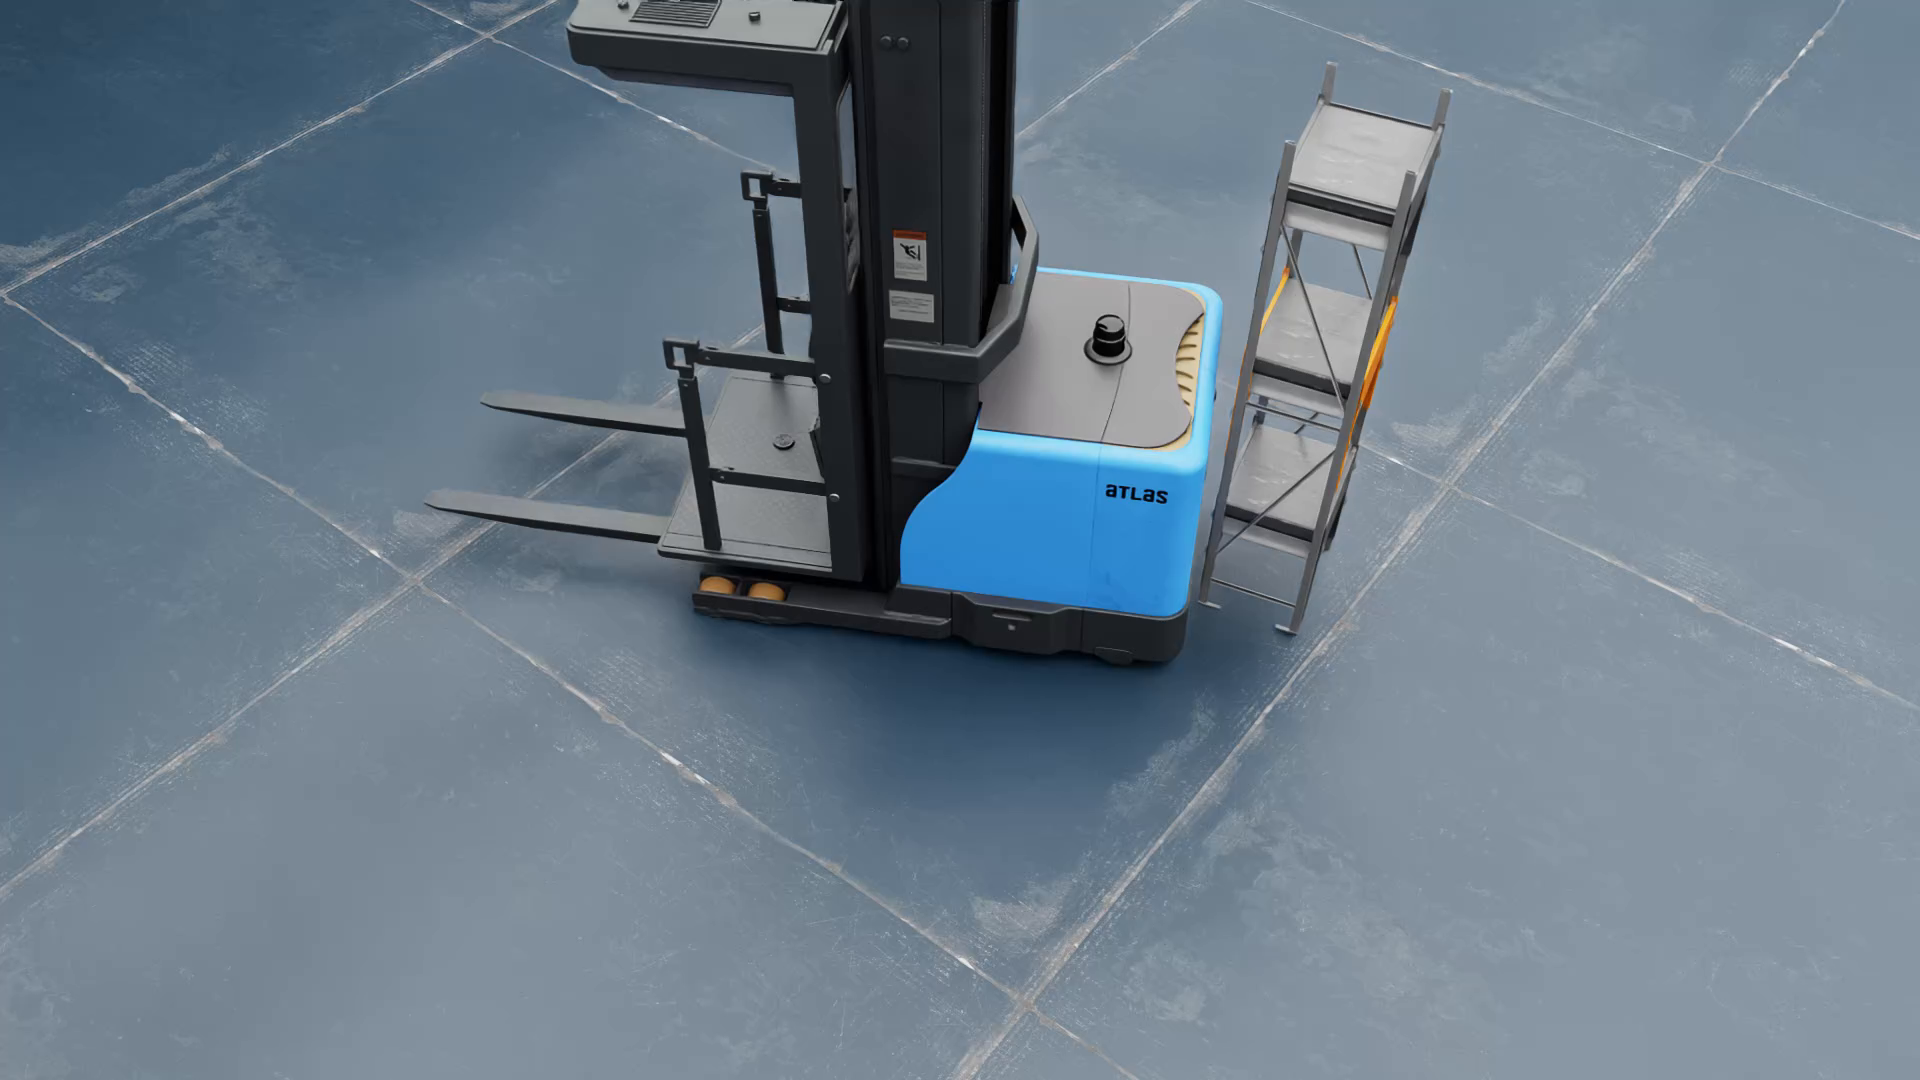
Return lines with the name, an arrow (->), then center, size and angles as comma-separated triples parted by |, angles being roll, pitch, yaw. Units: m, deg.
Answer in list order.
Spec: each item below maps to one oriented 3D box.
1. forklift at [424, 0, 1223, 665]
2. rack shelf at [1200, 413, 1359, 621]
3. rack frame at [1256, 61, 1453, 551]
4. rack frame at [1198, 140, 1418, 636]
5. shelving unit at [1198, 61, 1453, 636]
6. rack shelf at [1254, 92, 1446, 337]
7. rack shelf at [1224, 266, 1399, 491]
forklift -> -0.578, -1.057, 5.733 | 3.031, 2.935, 1.130 | 7, 47, 7
rack shelf -> 1.219, -0.089, 6.363 | 0.431, 0.518, 0.480 | 18, 49, 15
rack frame -> 1.330, -0.739, 5.997 | 0.400, 2.100, 0.015 | 18, 49, 15
rack frame -> 1.137, -0.415, 5.688 | 0.400, 2.100, 0.015 | 18, 49, 15
shelving unit -> 1.233, -0.577, 5.842 | 0.431, 2.100, 0.503 | 18, 49, 15
rack shelf -> 1.247, -1.047, 5.342 | 0.431, 0.518, 0.480 | 18, 49, 15
rack shelf -> 1.233, -0.568, 5.852 | 0.431, 0.518, 0.480 | 18, 49, 15
